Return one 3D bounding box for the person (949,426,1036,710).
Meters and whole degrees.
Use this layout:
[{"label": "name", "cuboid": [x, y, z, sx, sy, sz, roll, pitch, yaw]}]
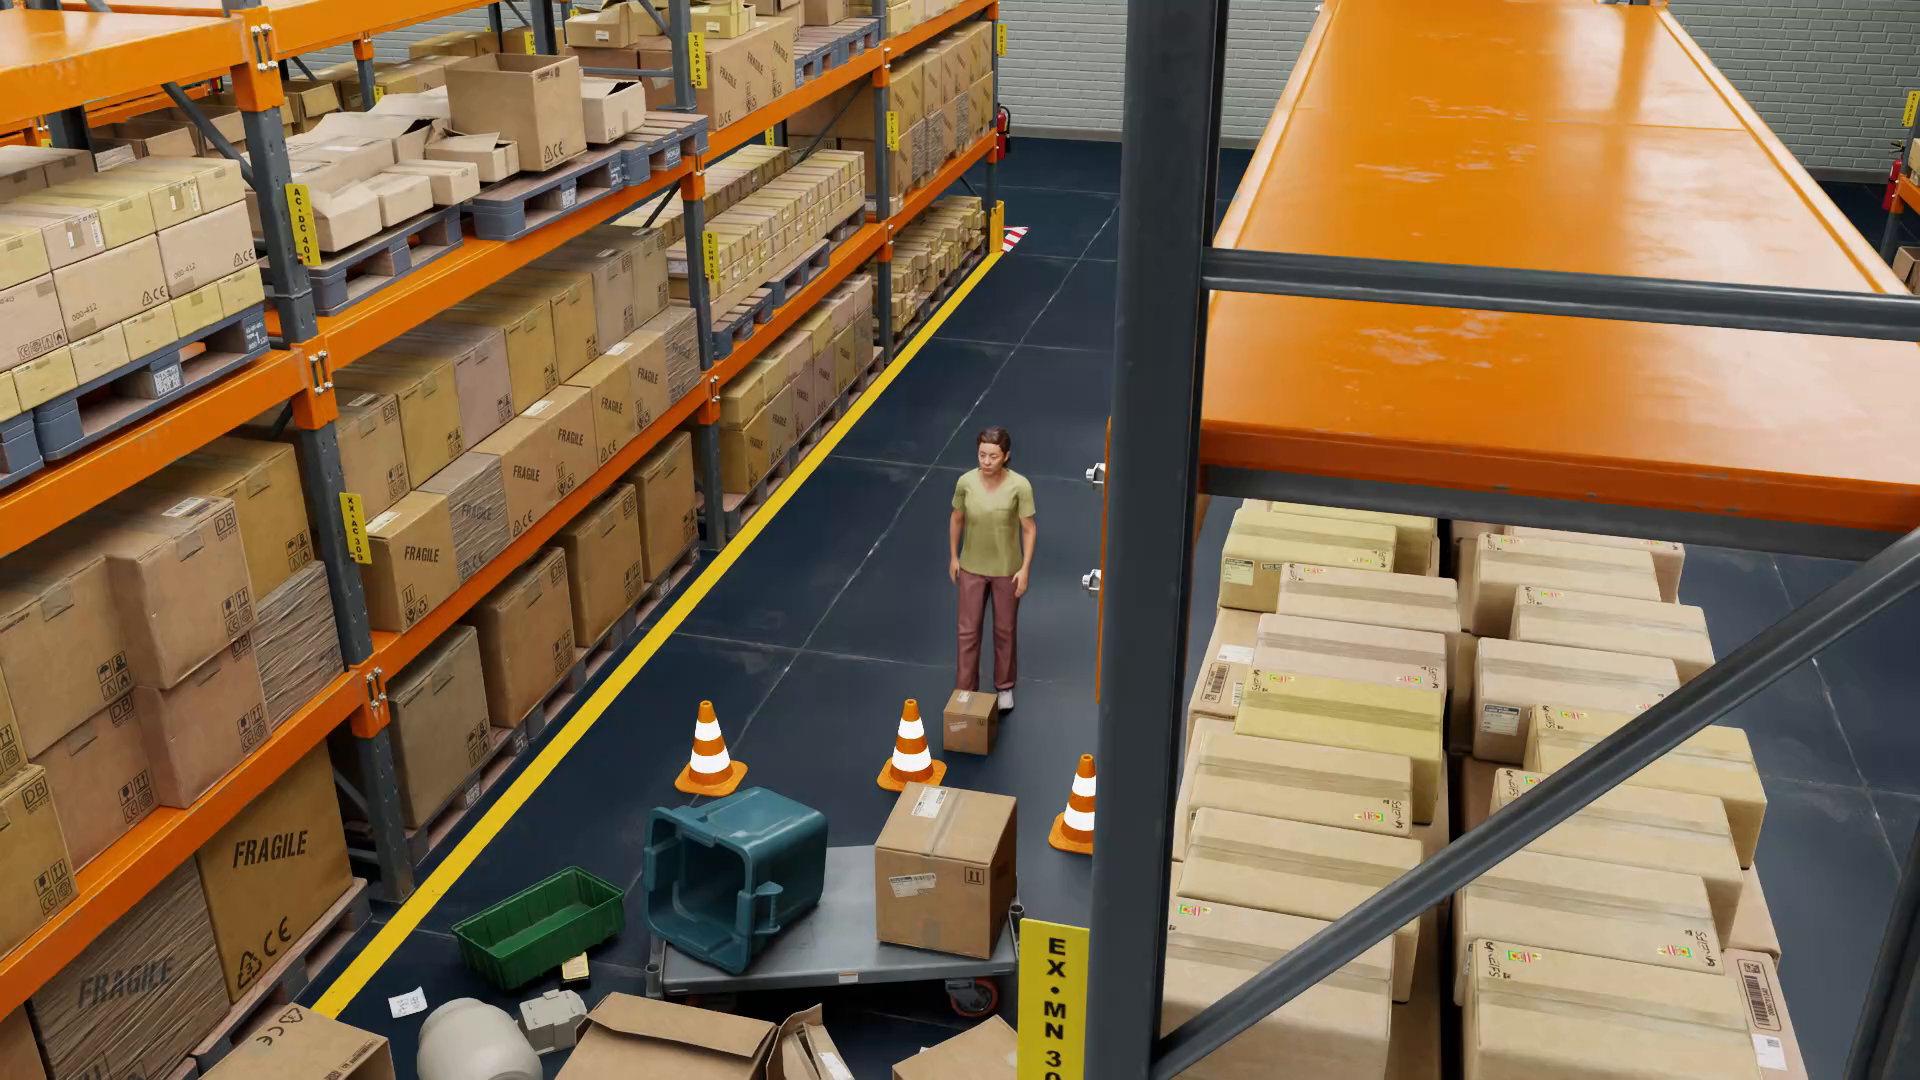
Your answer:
[{"label": "person", "cuboid": [0.162, 0.211, 9.260, 0.497, 1.691, 0.485, 4, 26, 8]}]
